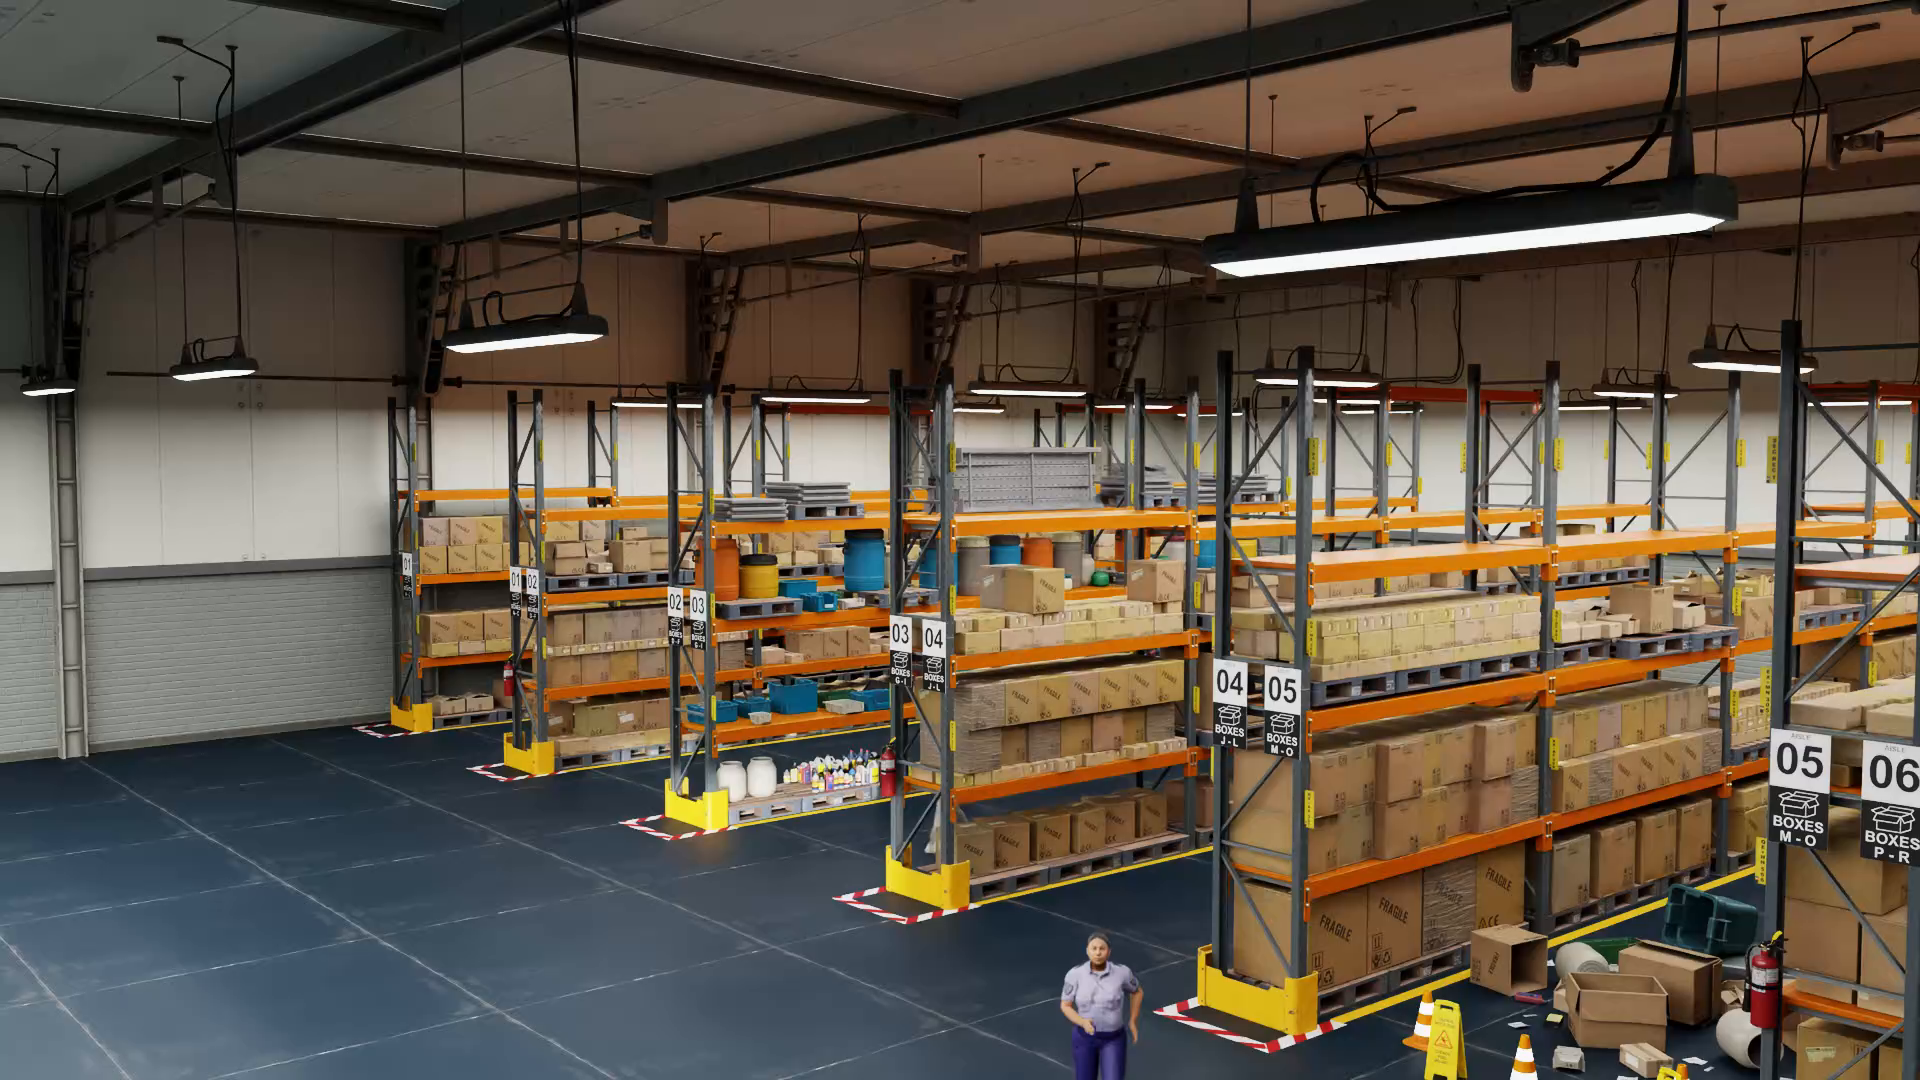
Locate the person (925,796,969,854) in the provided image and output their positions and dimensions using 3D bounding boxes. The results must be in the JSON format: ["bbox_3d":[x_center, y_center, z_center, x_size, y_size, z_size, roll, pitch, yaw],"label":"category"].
[{"bbox_3d":[-0.172,3.014,21.230,0.910,1.819,0.690,-3,5,-43],"label":"person"}]

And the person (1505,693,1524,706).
[{"bbox_3d":[7.818,2.956,23.378,0.739,1.791,0.644,-3,4,-42],"label":"person"}]

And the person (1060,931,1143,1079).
[{"bbox_3d":[1.018,3.648,12.030,0.590,1.610,0.593,0,3,8],"label":"person"}]
